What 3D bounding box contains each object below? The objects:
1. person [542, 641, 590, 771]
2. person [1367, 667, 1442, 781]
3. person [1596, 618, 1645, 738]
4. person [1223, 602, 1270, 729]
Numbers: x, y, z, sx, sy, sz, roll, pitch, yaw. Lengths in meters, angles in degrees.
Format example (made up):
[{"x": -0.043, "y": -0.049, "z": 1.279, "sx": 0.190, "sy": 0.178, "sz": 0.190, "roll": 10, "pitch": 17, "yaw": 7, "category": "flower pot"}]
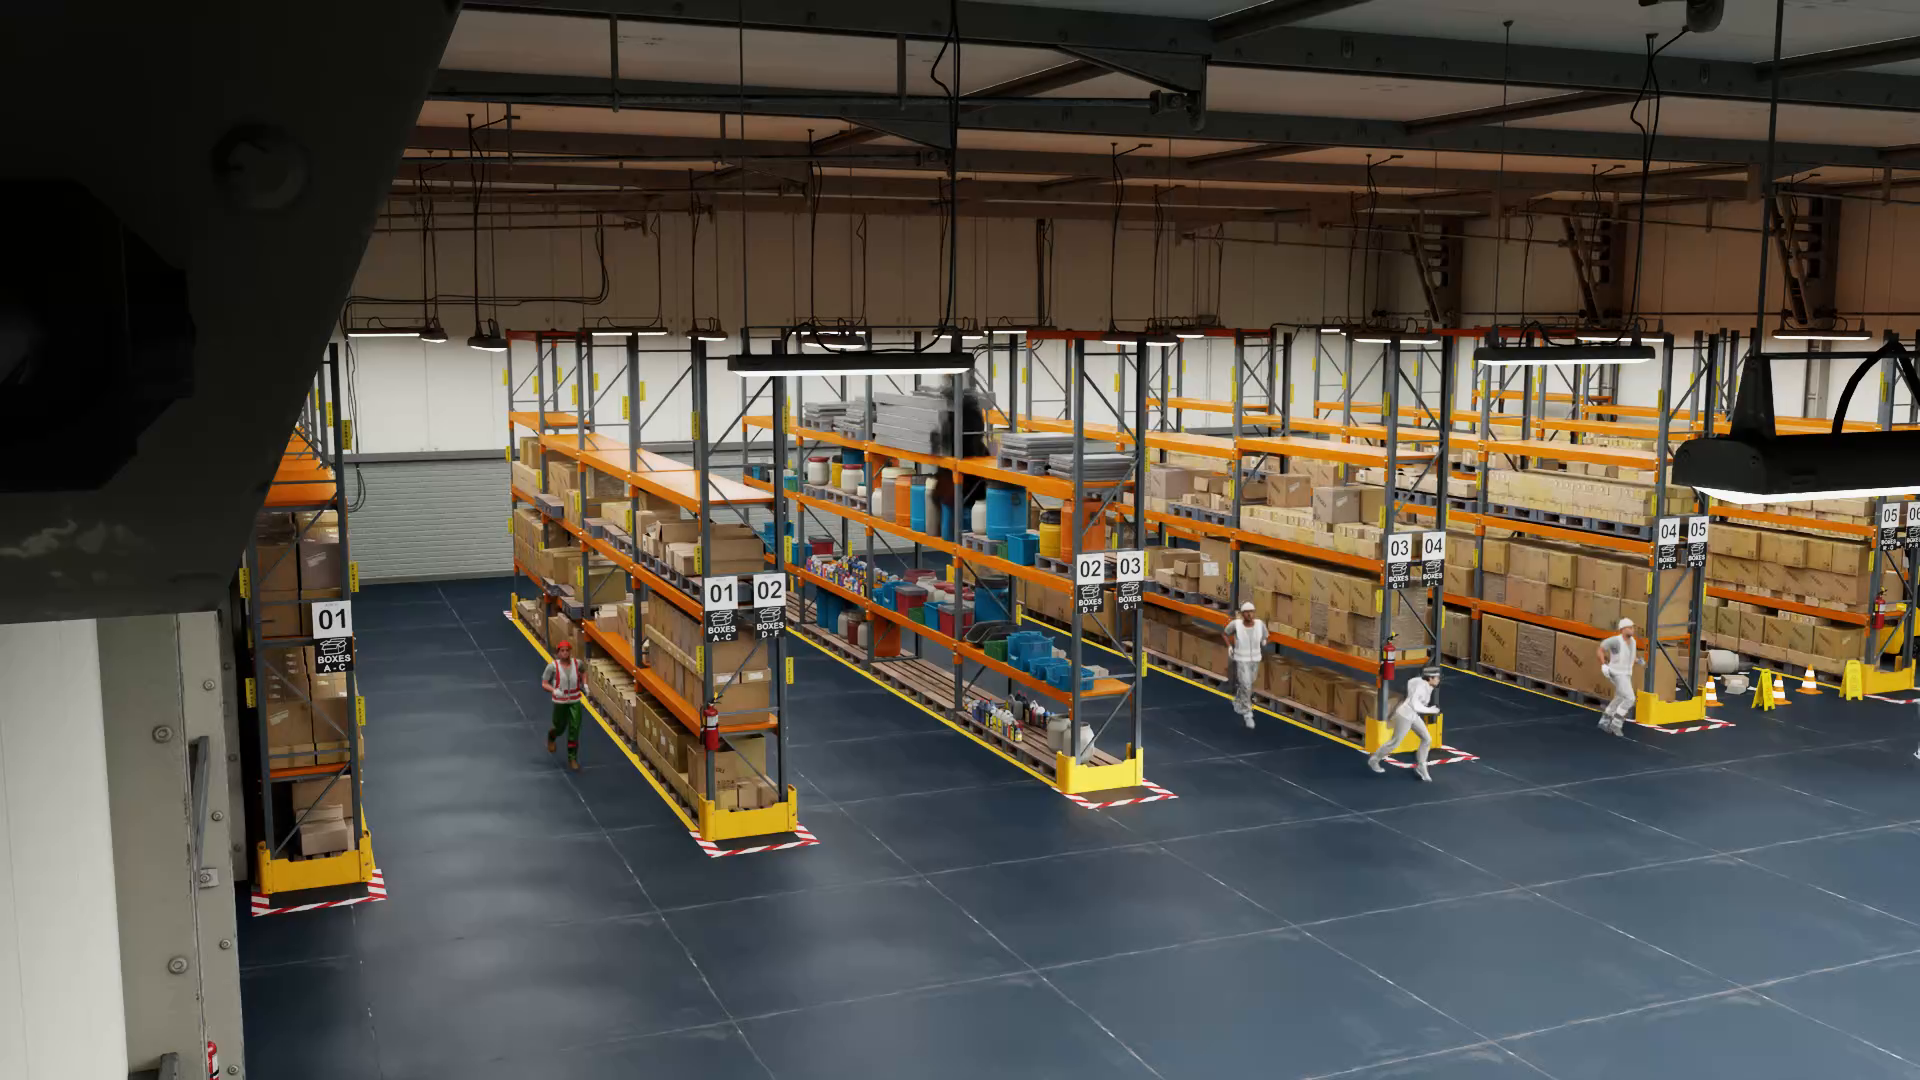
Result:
[{"x": -5.544, "y": 2.280, "z": 23.400, "sx": 0.667, "sy": 1.786, "sz": 0.956, "roll": -4, "pitch": 9, "yaw": -26, "category": "person"}, {"x": 6.076, "y": 2.496, "z": 22.744, "sx": 0.954, "sy": 1.619, "sz": 0.657, "roll": 3, "pitch": 8, "yaw": 23, "category": "person"}, {"x": 10.003, "y": 2.076, "z": 25.099, "sx": 0.634, "sy": 1.806, "sz": 0.632, "roll": -6, "pitch": 10, "yaw": -37, "category": "person"}, {"x": 4.297, "y": 1.822, "z": 24.836, "sx": 0.639, "sy": 1.826, "sz": 0.882, "roll": -2, "pitch": 8, "yaw": -14, "category": "person"}]
